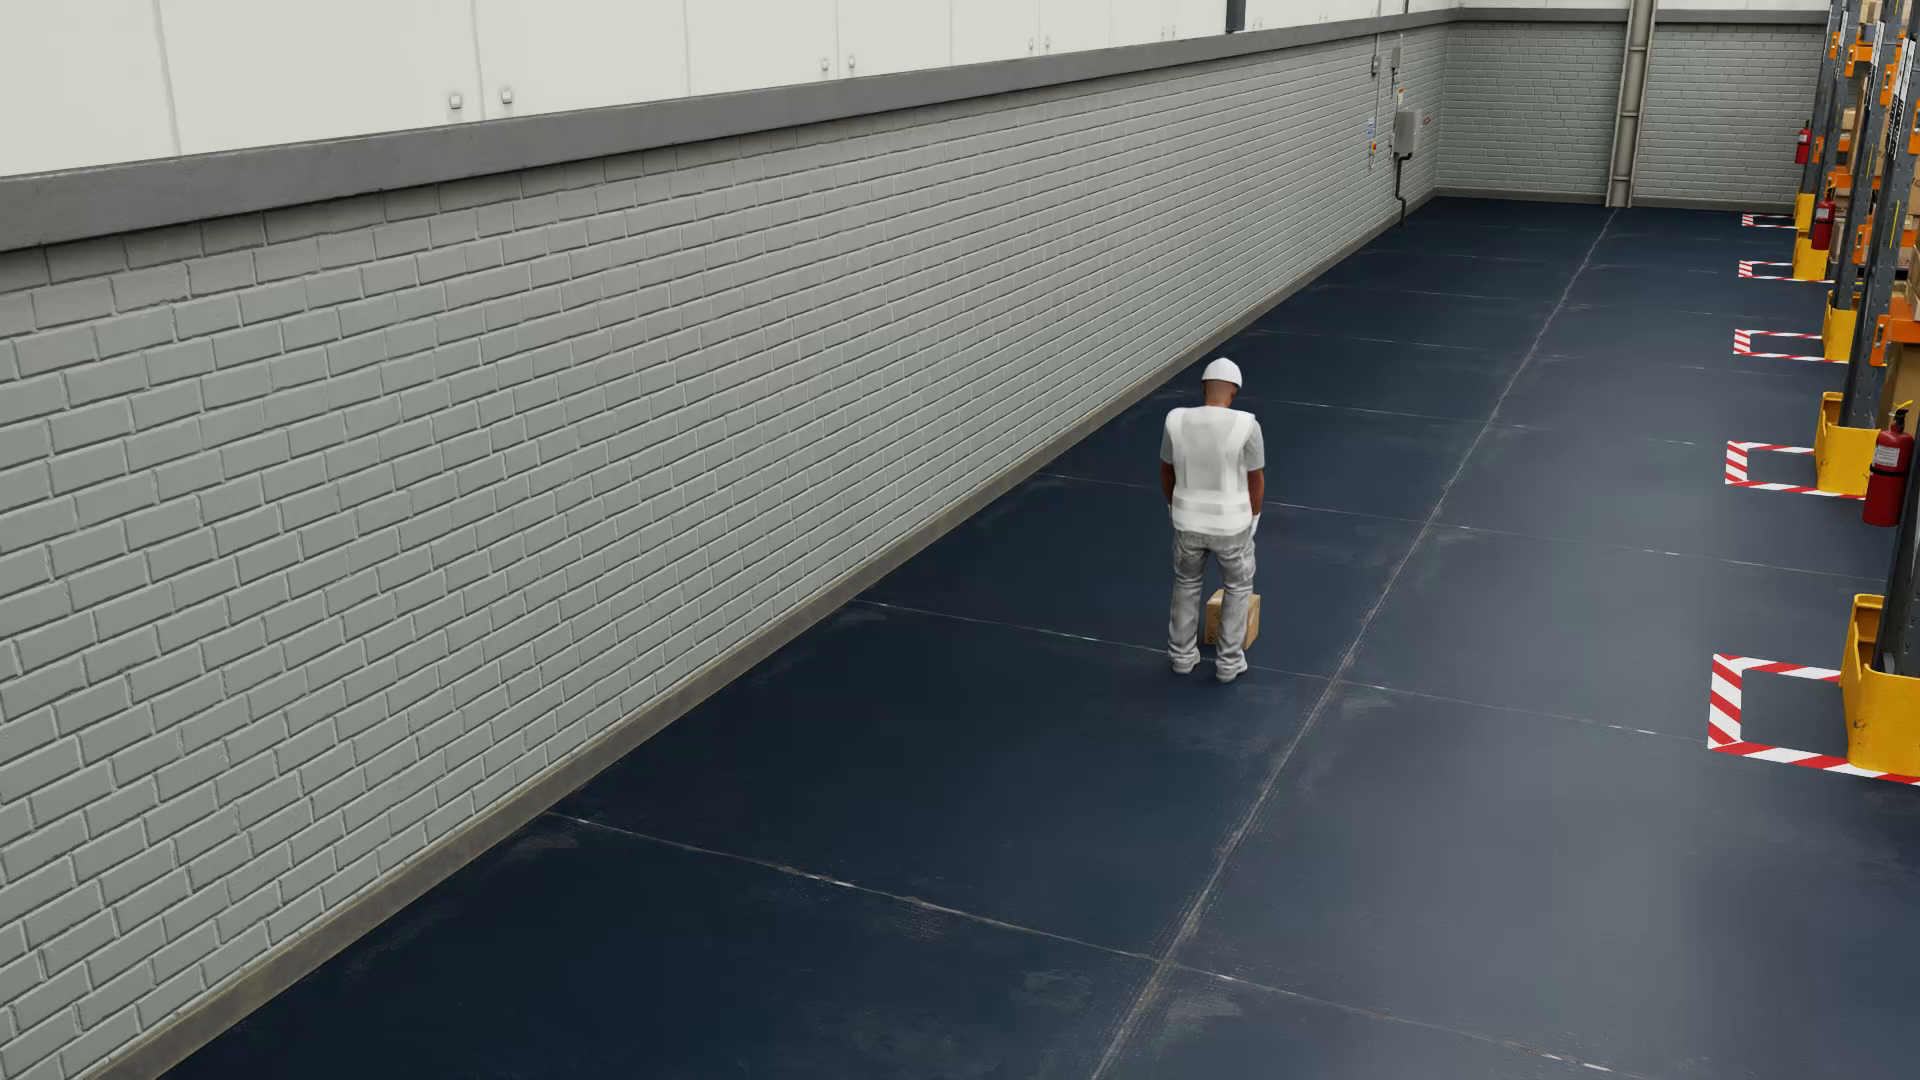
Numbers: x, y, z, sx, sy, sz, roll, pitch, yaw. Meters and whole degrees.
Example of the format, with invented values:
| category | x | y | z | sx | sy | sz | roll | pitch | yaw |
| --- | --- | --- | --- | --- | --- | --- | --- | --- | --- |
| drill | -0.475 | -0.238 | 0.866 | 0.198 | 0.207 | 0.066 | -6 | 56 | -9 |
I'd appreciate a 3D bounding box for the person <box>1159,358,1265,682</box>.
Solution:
| category | x | y | z | sx | sy | sz | roll | pitch | yaw |
| --- | --- | --- | --- | --- | --- | --- | --- | --- | --- |
| person | 1.343 | -0.108 | 8.933 | 0.573 | 1.732 | 0.458 | 9 | 21 | 24 |
